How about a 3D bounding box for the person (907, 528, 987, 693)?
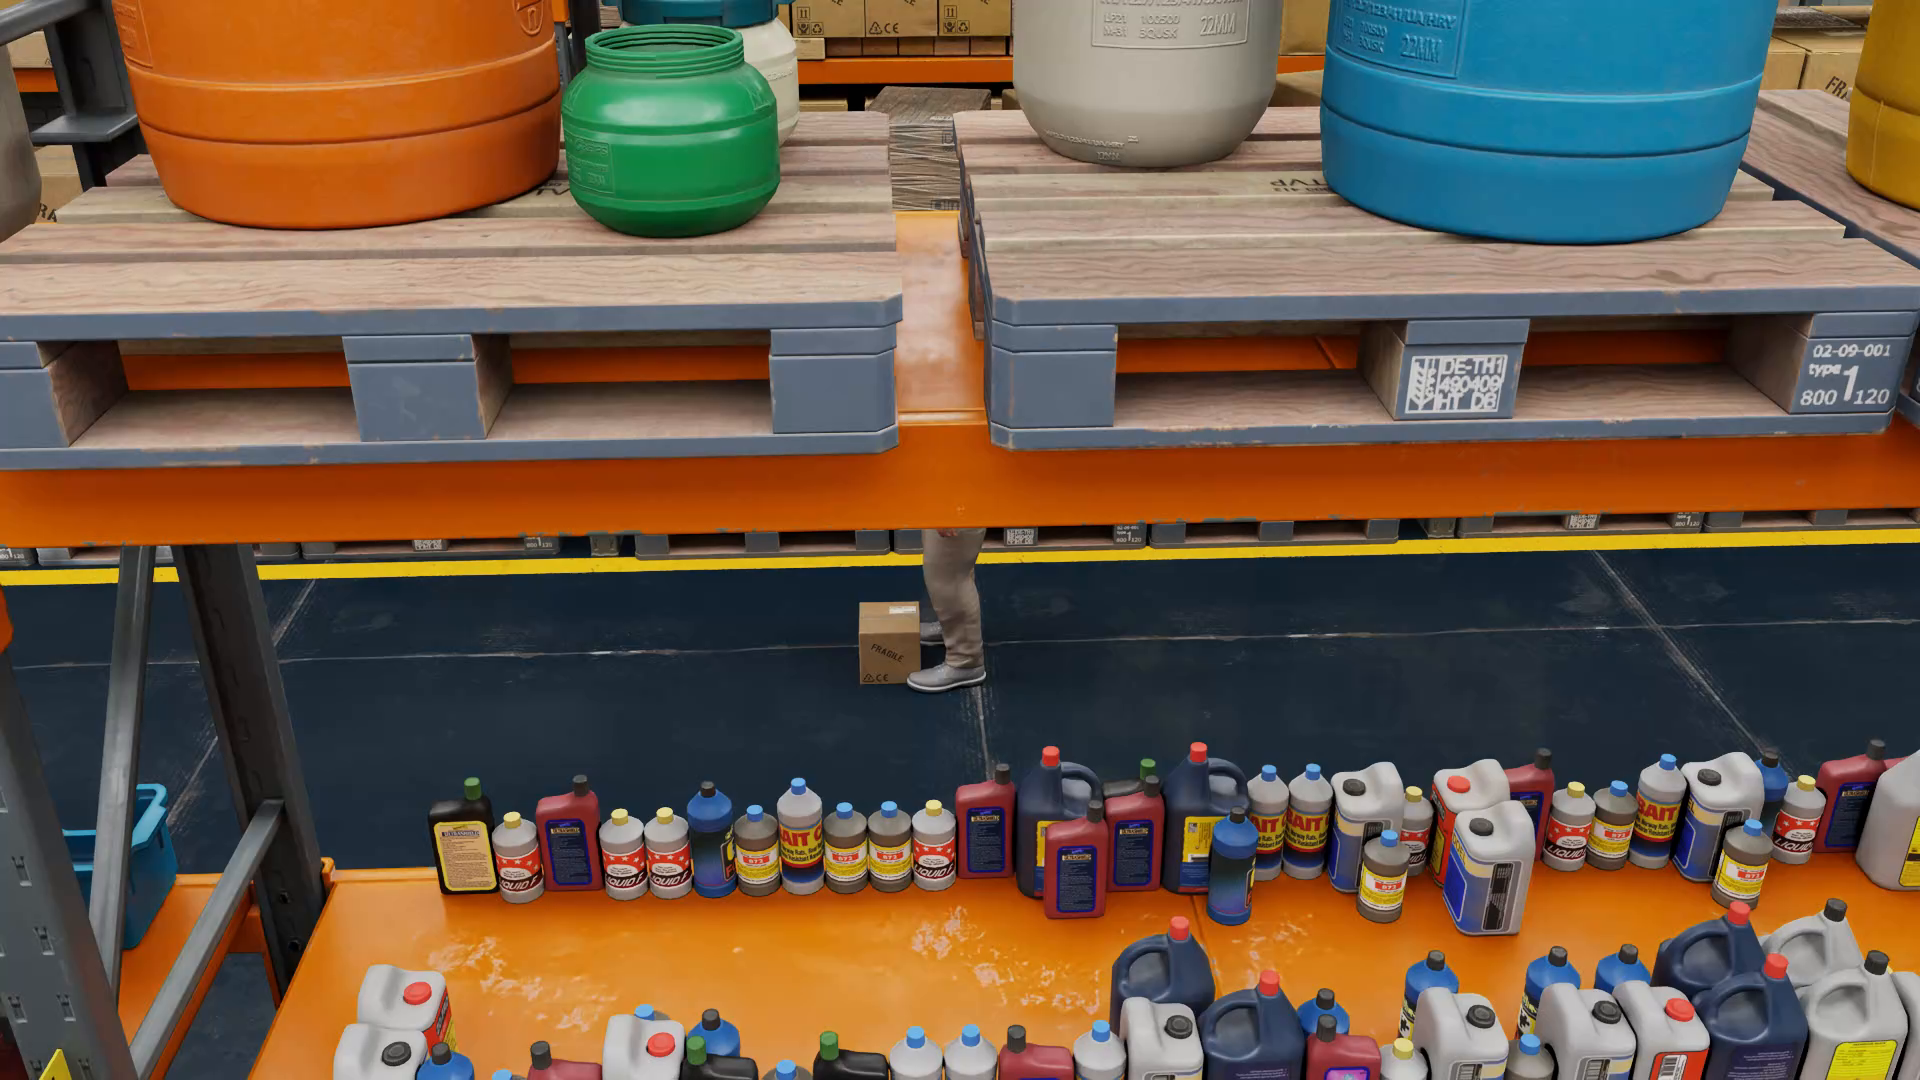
[{"bbox_3d":[-0.036,-0.240,6.597,0.394,1.726,0.583,-1,27,-3],"label":"person"}]
